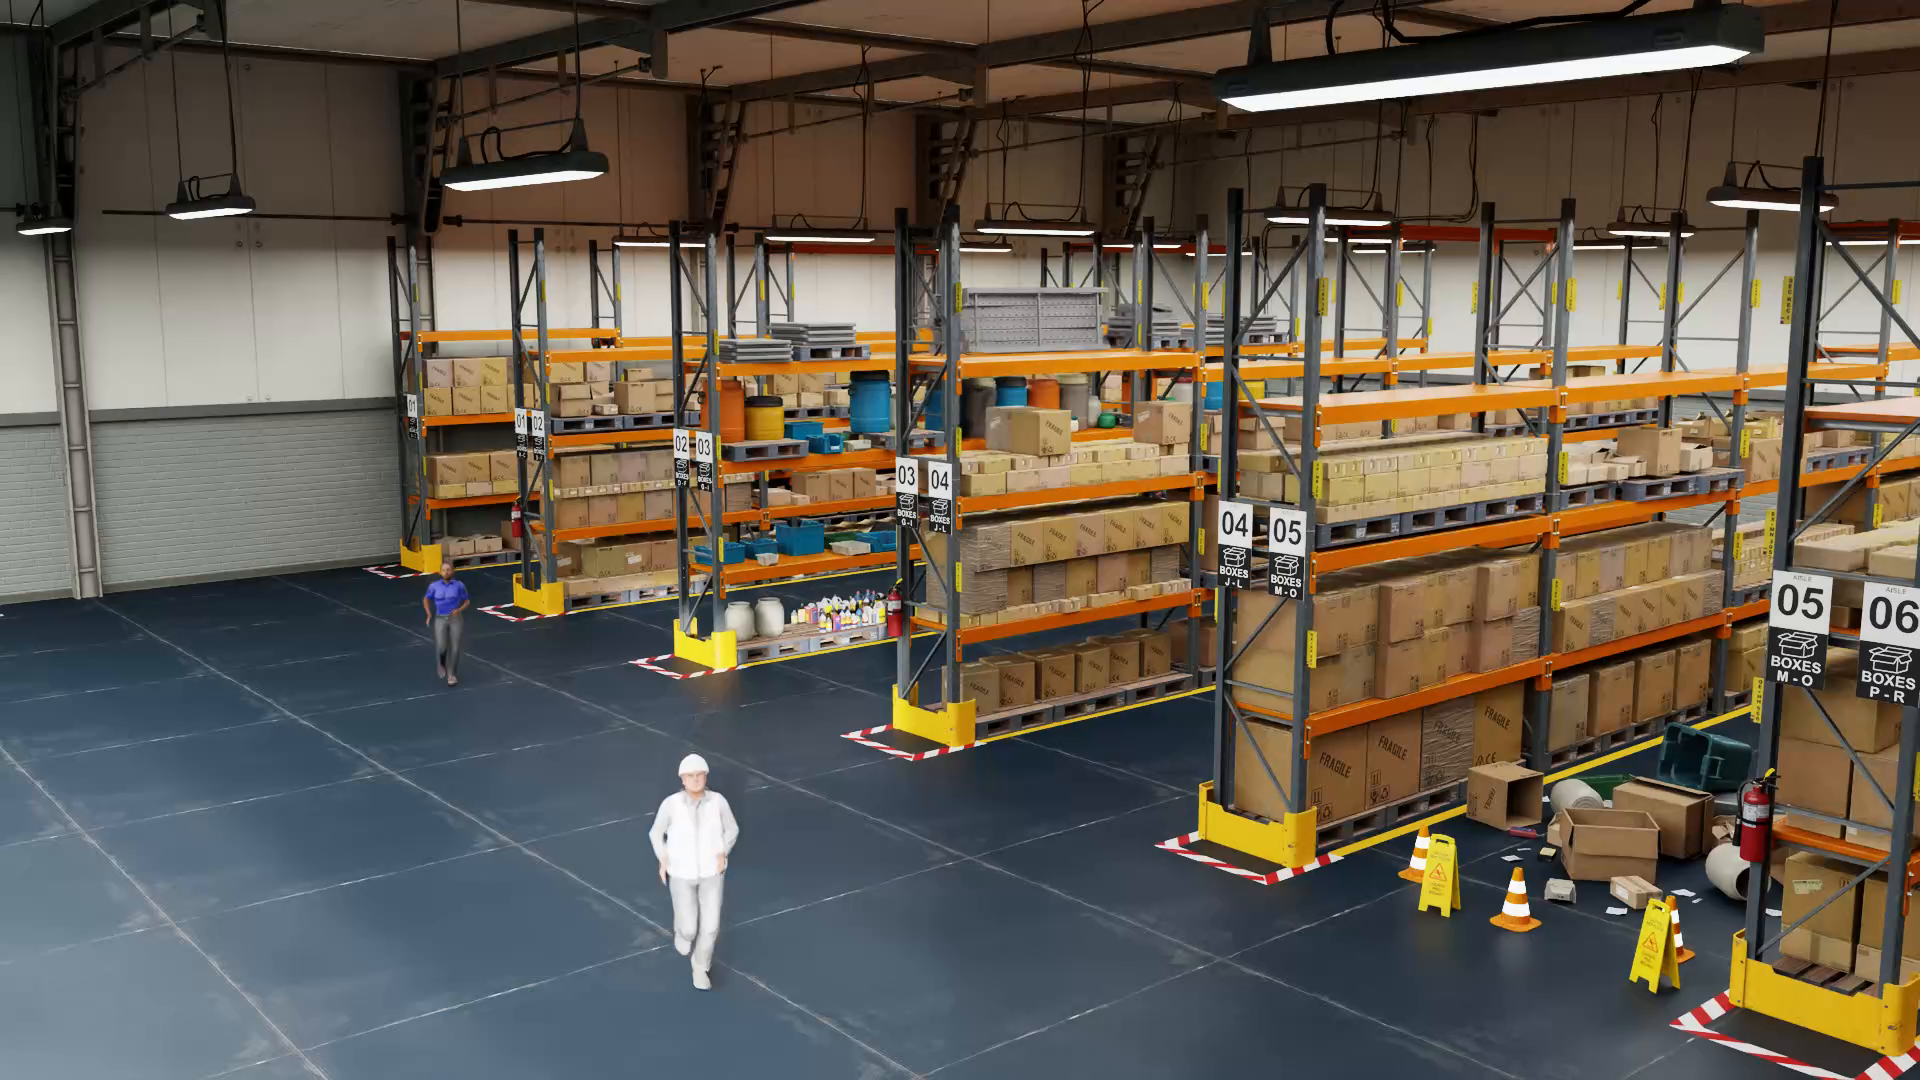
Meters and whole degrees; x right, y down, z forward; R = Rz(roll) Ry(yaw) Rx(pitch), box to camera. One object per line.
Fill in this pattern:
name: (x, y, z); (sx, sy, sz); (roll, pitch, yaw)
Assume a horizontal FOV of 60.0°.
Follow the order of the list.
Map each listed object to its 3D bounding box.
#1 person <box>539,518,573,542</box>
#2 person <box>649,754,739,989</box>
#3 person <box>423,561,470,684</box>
person: (-6.905, -0.125, 28.855); (0.775, 1.796, 0.681); (-9, 12, -44)
person: (-1.962, 2.438, 12.366); (0.659, 1.729, 0.586); (-2, 9, -15)
person: (-6.605, 1.084, 21.448); (0.574, 1.609, 0.556); (-3, 9, -18)
